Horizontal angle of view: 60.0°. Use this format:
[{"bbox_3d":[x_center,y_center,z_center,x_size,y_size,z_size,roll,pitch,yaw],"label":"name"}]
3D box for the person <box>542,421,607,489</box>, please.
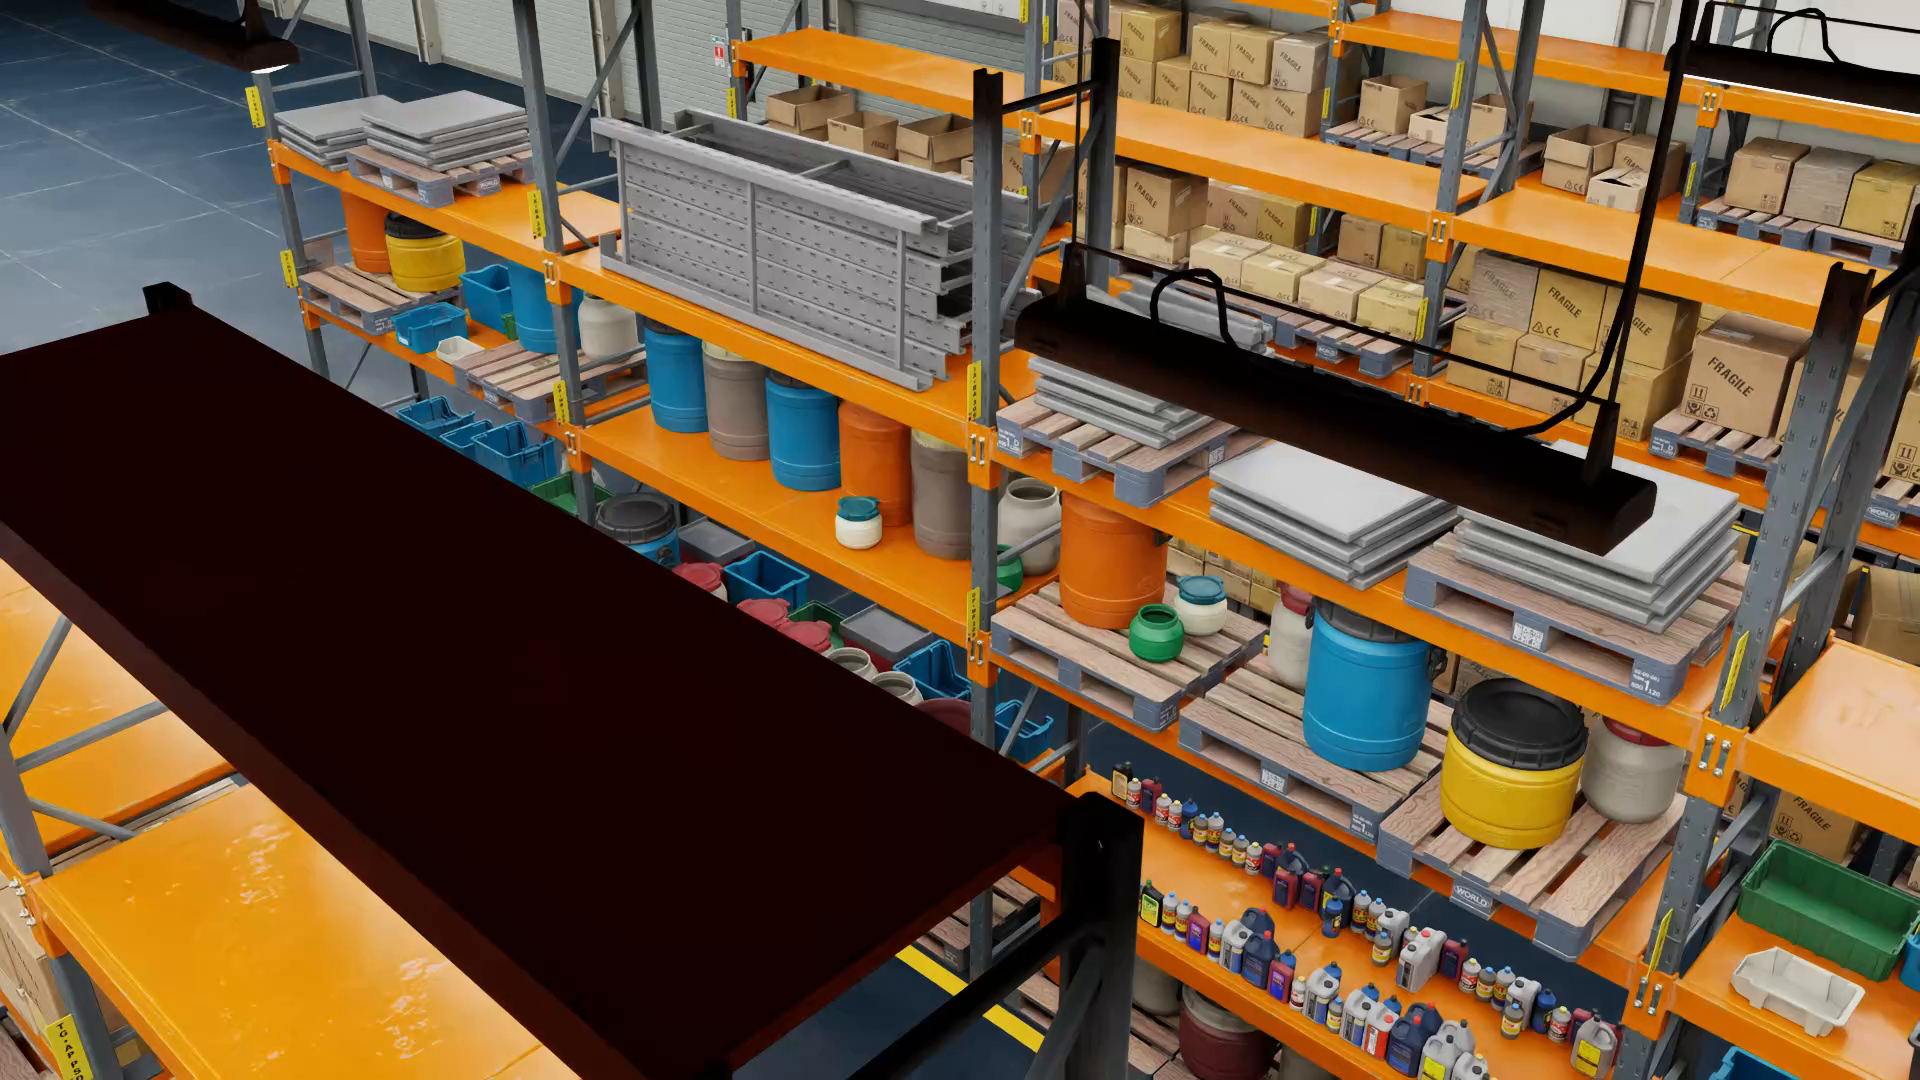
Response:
[{"bbox_3d":[-3.893,-1.127,16.434,0.917,1.720,0.597,7,30,13],"label":"person"}]
